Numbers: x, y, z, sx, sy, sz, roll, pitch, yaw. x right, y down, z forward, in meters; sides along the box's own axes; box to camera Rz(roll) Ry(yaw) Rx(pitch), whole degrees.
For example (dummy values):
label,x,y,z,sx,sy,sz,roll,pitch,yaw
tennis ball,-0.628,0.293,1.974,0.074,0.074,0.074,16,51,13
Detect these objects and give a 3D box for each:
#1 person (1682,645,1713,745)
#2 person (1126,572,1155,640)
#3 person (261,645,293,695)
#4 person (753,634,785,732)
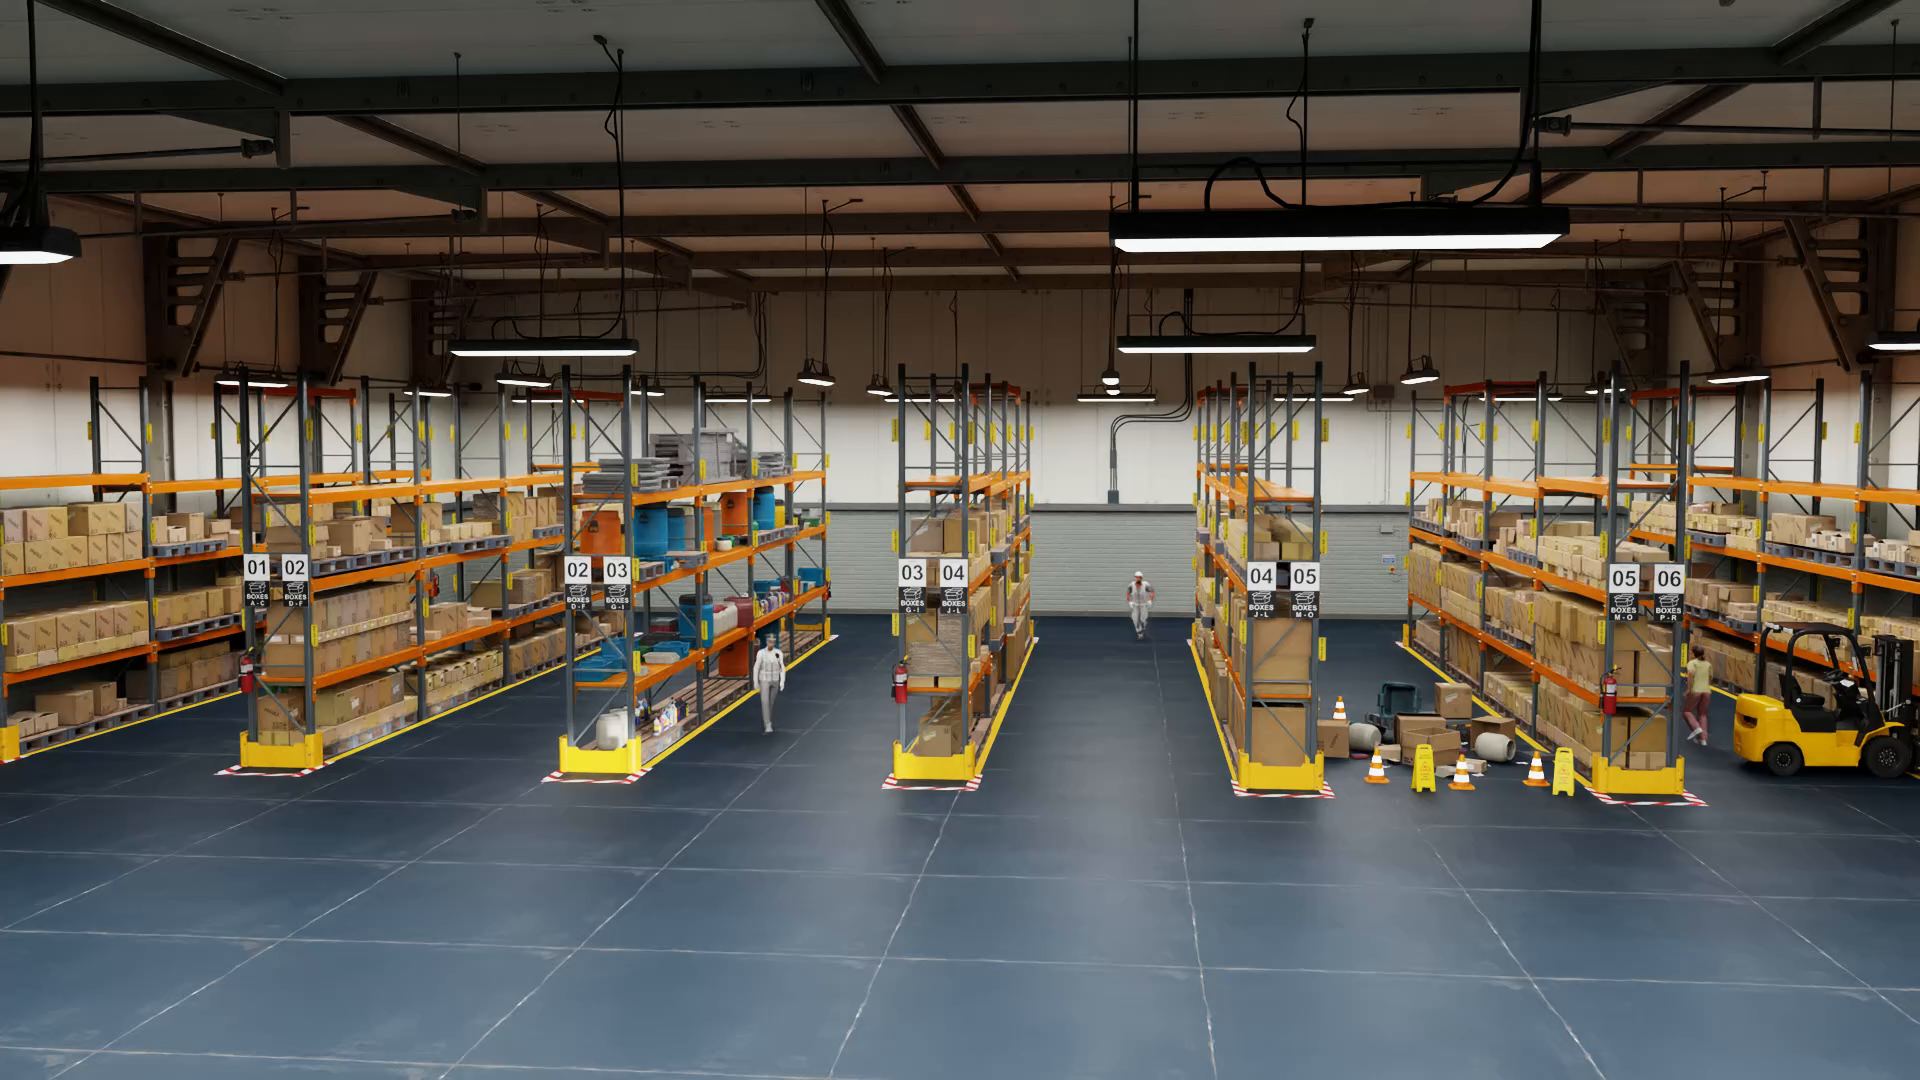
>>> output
label,x,y,z,sx,sy,sz,roll,pitch,yaw
person,11.958,2.501,26.926,0.515,1.562,0.701,0,4,6
person,4.352,1.588,40.178,0.690,1.685,0.642,1,4,14
person,-11.598,2.309,28.355,0.622,1.764,0.703,0,4,-7
person,-3.177,2.375,27.916,0.505,1.616,0.979,-2,4,-28
